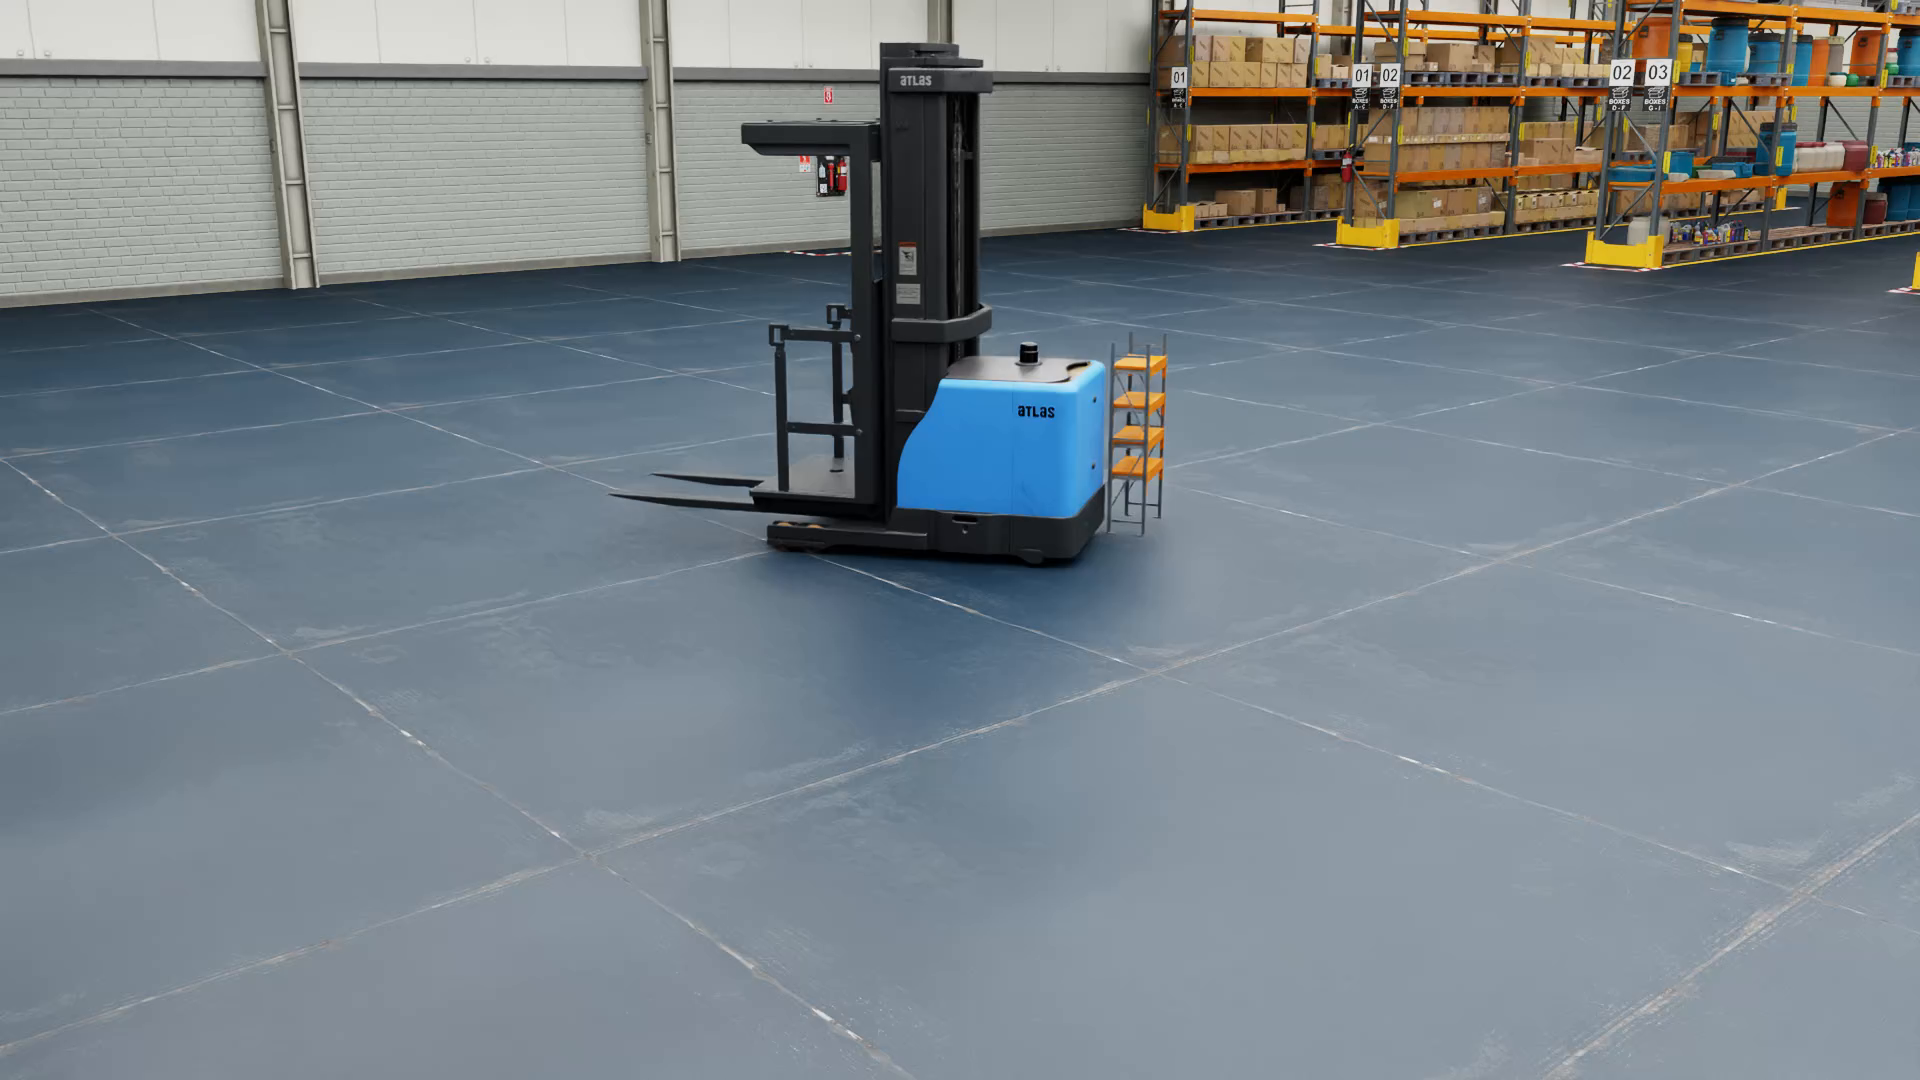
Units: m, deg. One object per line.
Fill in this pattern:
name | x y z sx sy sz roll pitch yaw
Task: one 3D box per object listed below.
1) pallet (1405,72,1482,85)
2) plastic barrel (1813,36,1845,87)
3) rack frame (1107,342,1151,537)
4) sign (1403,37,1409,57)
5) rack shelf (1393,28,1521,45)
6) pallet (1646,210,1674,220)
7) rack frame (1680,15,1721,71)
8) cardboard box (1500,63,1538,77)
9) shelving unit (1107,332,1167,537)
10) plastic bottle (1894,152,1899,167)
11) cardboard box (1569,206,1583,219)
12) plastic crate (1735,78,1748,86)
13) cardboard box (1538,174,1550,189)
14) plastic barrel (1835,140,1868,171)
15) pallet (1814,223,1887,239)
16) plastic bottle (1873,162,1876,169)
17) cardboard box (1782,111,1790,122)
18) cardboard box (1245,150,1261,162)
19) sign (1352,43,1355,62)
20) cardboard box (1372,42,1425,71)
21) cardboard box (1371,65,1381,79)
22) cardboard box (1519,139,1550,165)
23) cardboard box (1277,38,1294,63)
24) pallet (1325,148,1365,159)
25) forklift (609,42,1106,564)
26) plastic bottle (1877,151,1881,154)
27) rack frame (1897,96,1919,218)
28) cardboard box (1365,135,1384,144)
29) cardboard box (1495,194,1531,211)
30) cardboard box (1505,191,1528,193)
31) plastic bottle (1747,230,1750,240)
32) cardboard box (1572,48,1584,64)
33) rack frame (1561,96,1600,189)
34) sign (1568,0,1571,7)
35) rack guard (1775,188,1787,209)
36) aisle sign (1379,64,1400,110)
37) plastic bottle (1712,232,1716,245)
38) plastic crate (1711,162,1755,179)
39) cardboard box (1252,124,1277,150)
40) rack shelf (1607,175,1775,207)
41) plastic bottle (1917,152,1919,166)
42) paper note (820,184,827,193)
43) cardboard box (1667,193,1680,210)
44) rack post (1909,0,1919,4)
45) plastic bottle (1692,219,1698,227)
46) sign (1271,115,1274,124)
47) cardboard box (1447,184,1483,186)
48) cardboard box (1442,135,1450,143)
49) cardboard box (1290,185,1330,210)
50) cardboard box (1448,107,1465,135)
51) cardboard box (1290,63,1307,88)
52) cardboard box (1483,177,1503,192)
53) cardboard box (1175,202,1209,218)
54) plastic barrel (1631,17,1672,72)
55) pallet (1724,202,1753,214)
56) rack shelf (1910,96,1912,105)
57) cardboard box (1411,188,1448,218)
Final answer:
pallet | 8.943 -8.588 30.949 1.213 0.211 1.003 -13 19 -39
plastic barrel | 15.993 -8.844 30.764 0.600 0.901 0.600 0 15 0
rack frame | 1.034 -0.611 10.212 0.240 1.200 0.015 5 16 18
sign | 7.831 -8.660 29.199 0.005 0.325 0.100 -13 19 -39
rack shelf | 11.761 -11.875 39.438 4.000 0.370 1.077 -13 19 -39
pallet | 15.014 -7.192 36.767 1.213 0.211 1.003 -13 19 -39
rack frame | 16.524 -11.791 36.954 0.127 3.000 1.000 -13 19 -39
cardboard box | 10.960 -9.219 32.616 0.500 0.250 0.500 -10 18 -34
shelving unit | 1.111 -0.671 10.436 0.258 1.200 0.503 5 16 18
plastic bottle | 18.196 -7.391 32.332 0.133 0.283 0.061 -13 19 -39
cardboard box | 12.502 -6.780 34.334 0.500 0.250 0.500 -12 19 -38
plastic crate | 12.792 -7.543 27.376 0.396 0.136 0.243 -13 19 -39
cardboard box | 14.671 -9.129 42.644 0.500 0.500 0.700 -12 19 -38
plastic barrel | 16.604 -7.178 31.046 0.708 0.536 0.600 -13 19 -39
pallet | 17.323 -6.044 32.469 1.213 0.211 1.003 -13 19 -39
plastic bottle | 17.399 -7.212 31.688 0.097 0.271 0.097 0 15 0
cardboard box | 19.386 -9.972 39.640 0.500 0.500 0.500 -13 20 -40
cardboard box | 5.947 -8.042 34.798 0.500 0.250 0.500 -12 19 -39
sign | 7.126 -8.806 30.031 0.005 0.325 0.100 -13 19 -39
cardboard box | 7.908 -8.726 30.006 0.637 0.503 0.797 -11 18 -36
cardboard box | 9.213 -10.486 37.641 0.637 0.503 0.797 -9 18 -32
cardboard box | 11.476 -7.802 33.451 0.500 0.500 0.500 -11 18 -35
cardboard box | 6.626 -10.258 34.858 0.500 0.500 0.500 -11 19 -36
pallet | 8.785 -8.742 37.539 1.213 0.211 1.003 -13 19 -39
forklift | -0.667 -1.468 10.067 3.031 2.935 1.130 4 15 15
plastic bottle | 18.475 -7.706 33.528 0.135 0.276 0.152 -13 19 -39
rack frame | 19.773 -7.927 34.115 0.127 3.000 1.000 -13 19 -39
cardboard box | 7.635 -7.323 30.402 0.250 0.149 0.380 -13 20 -40
cardboard box | 10.964 -6.704 32.963 0.500 0.311 0.500 -13 19 -39
cardboard box | 11.373 -6.980 33.998 0.500 0.311 0.500 -13 20 -40
plastic bottle | 13.669 -5.311 28.889 0.097 0.201 0.097 0 15 0
cardboard box | 15.529 -12.264 42.369 0.500 0.500 0.500 -12 19 -38
rack frame | 16.287 -10.534 43.873 0.127 3.000 1.000 -13 19 -39
sign | 15.927 -14.069 43.366 0.005 0.325 0.100 -13 19 -39
rack guard | 19.484 -8.349 40.539 0.348 0.500 1.175 -13 19 -39
aisle sign | 7.623 -8.045 29.517 0.004 0.787 0.394 -13 19 -39
plastic bottle | 12.701 -5.093 28.076 0.097 0.201 0.097 0 15 0
plastic crate | 13.081 -6.260 28.161 0.616 0.251 0.499 -13 19 -39
cardboard box | 6.321 -8.491 35.025 0.500 0.500 0.500 -13 20 -41
rack shelf | 12.229 -5.886 27.866 4.000 0.370 1.077 -13 19 -39
plastic bottle | 19.032 -7.590 33.094 0.135 0.276 0.152 -13 19 -39
paper note | -2.417 -6.240 29.507 0.142 0.148 0.016 -13 19 -39
cardboard box | 15.583 -7.591 36.847 0.500 0.500 0.500 -12 19 -39
rack post | 18.329 -10.217 32.029 0.954 0.300 0.937 -10 18 -33
plastic bottle | 12.856 -5.449 29.117 0.185 0.351 0.144 -12 19 -38
sign | 6.867 -9.168 36.515 0.005 0.325 0.100 -13 19 -39
cardboard box | 9.934 -6.756 32.792 0.500 0.500 0.500 -13 19 -39
cardboard box | 8.879 -7.464 30.931 0.250 0.149 0.380 -13 20 -40
cardboard box | 7.779 -7.634 37.007 0.500 0.500 0.700 -12 19 -38
cardboard box | 9.023 -7.881 31.233 0.500 0.500 0.700 -13 19 -39
cardboard box | 7.014 -9.874 35.358 0.500 0.500 0.500 -12 19 -38
cardboard box | 12.864 -8.885 41.052 0.750 0.750 0.750 -12 19 -39
cardboard box | 4.798 -6.836 34.389 0.500 0.311 0.500 13 20 41
plastic barrel | 11.003 -7.861 26.409 0.708 0.830 0.600 -13 19 -39
pallet | 17.964 -7.869 39.300 1.213 0.211 1.003 -13 19 -39
rack shelf | 21.282 -9.368 35.090 4.000 0.370 1.077 -13 19 -39
cardboard box | 8.767 -6.316 31.144 0.500 0.500 0.500 -13 19 -39
